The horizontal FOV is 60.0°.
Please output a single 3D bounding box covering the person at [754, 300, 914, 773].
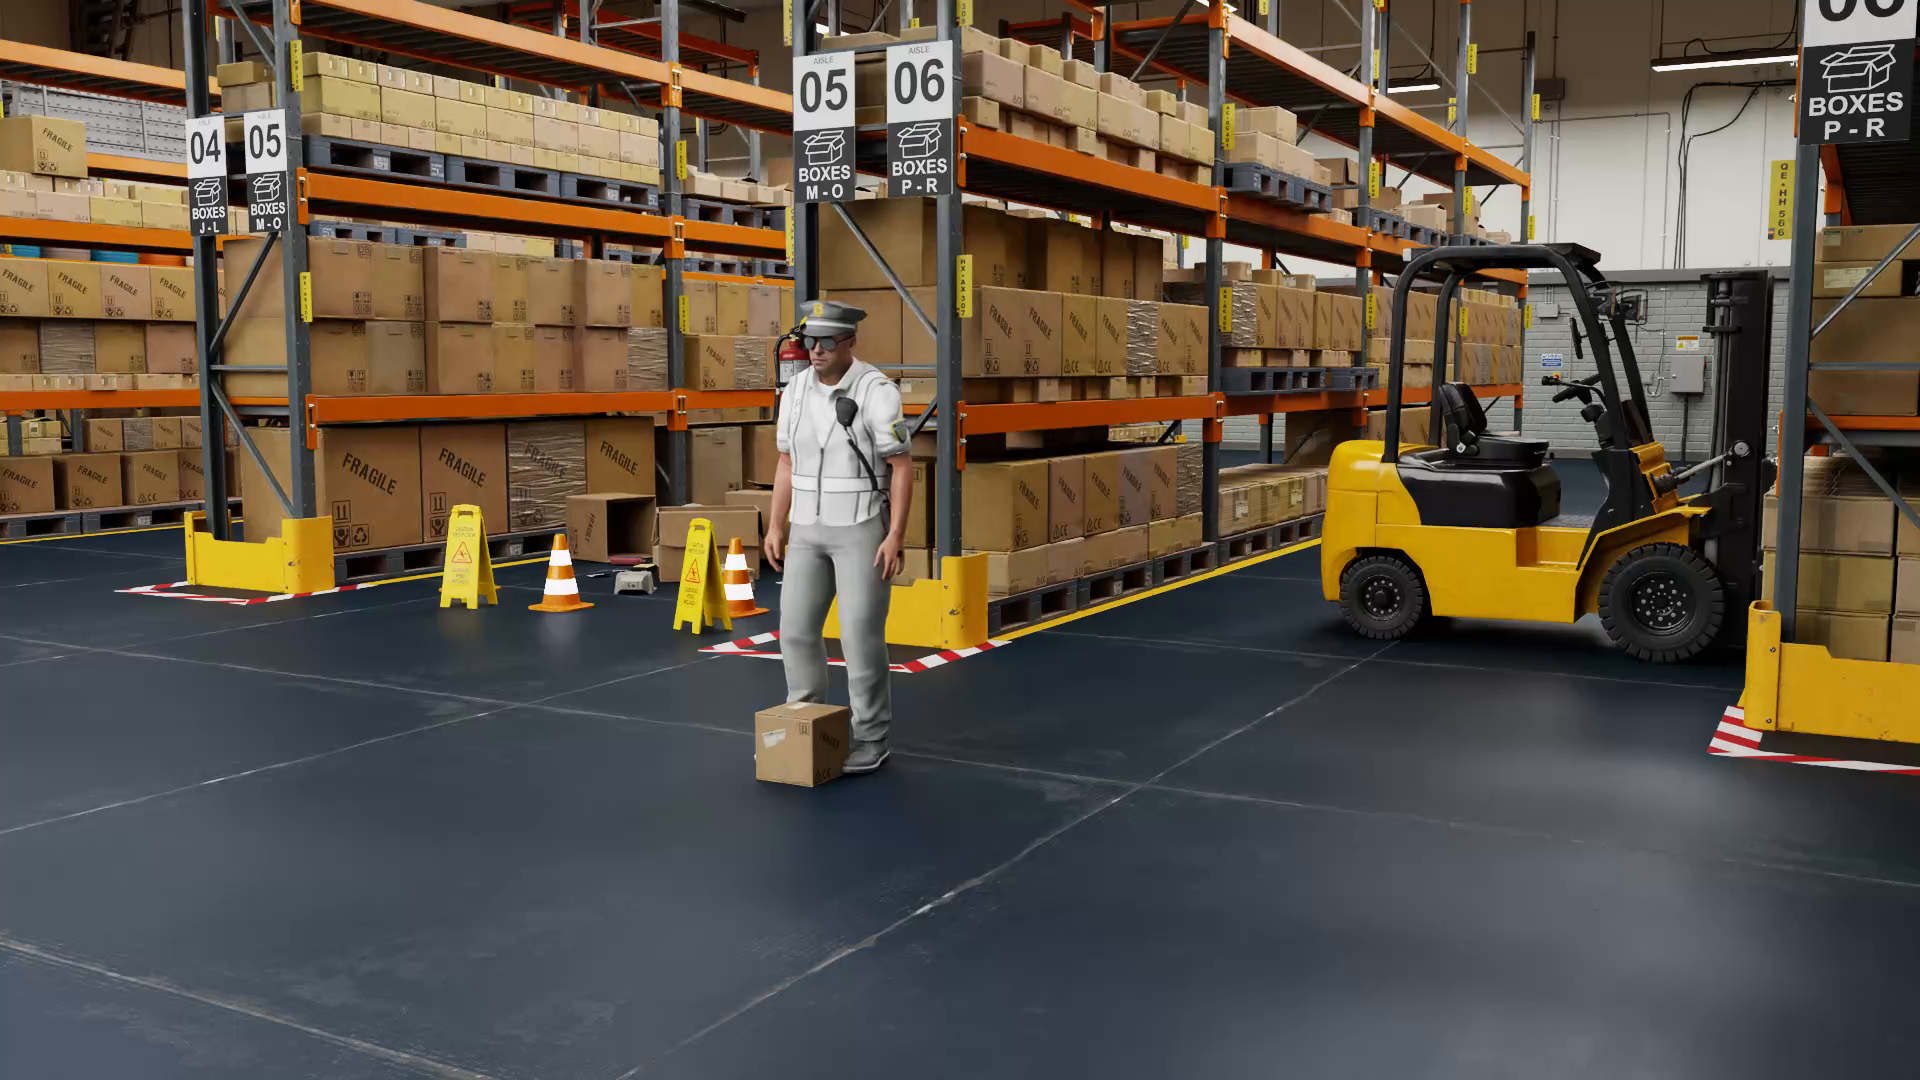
[{"bbox_3d":[-0.452,-0.021,6.297,0.595,1.748,0.433,3,7,27],"label":"person"}]
